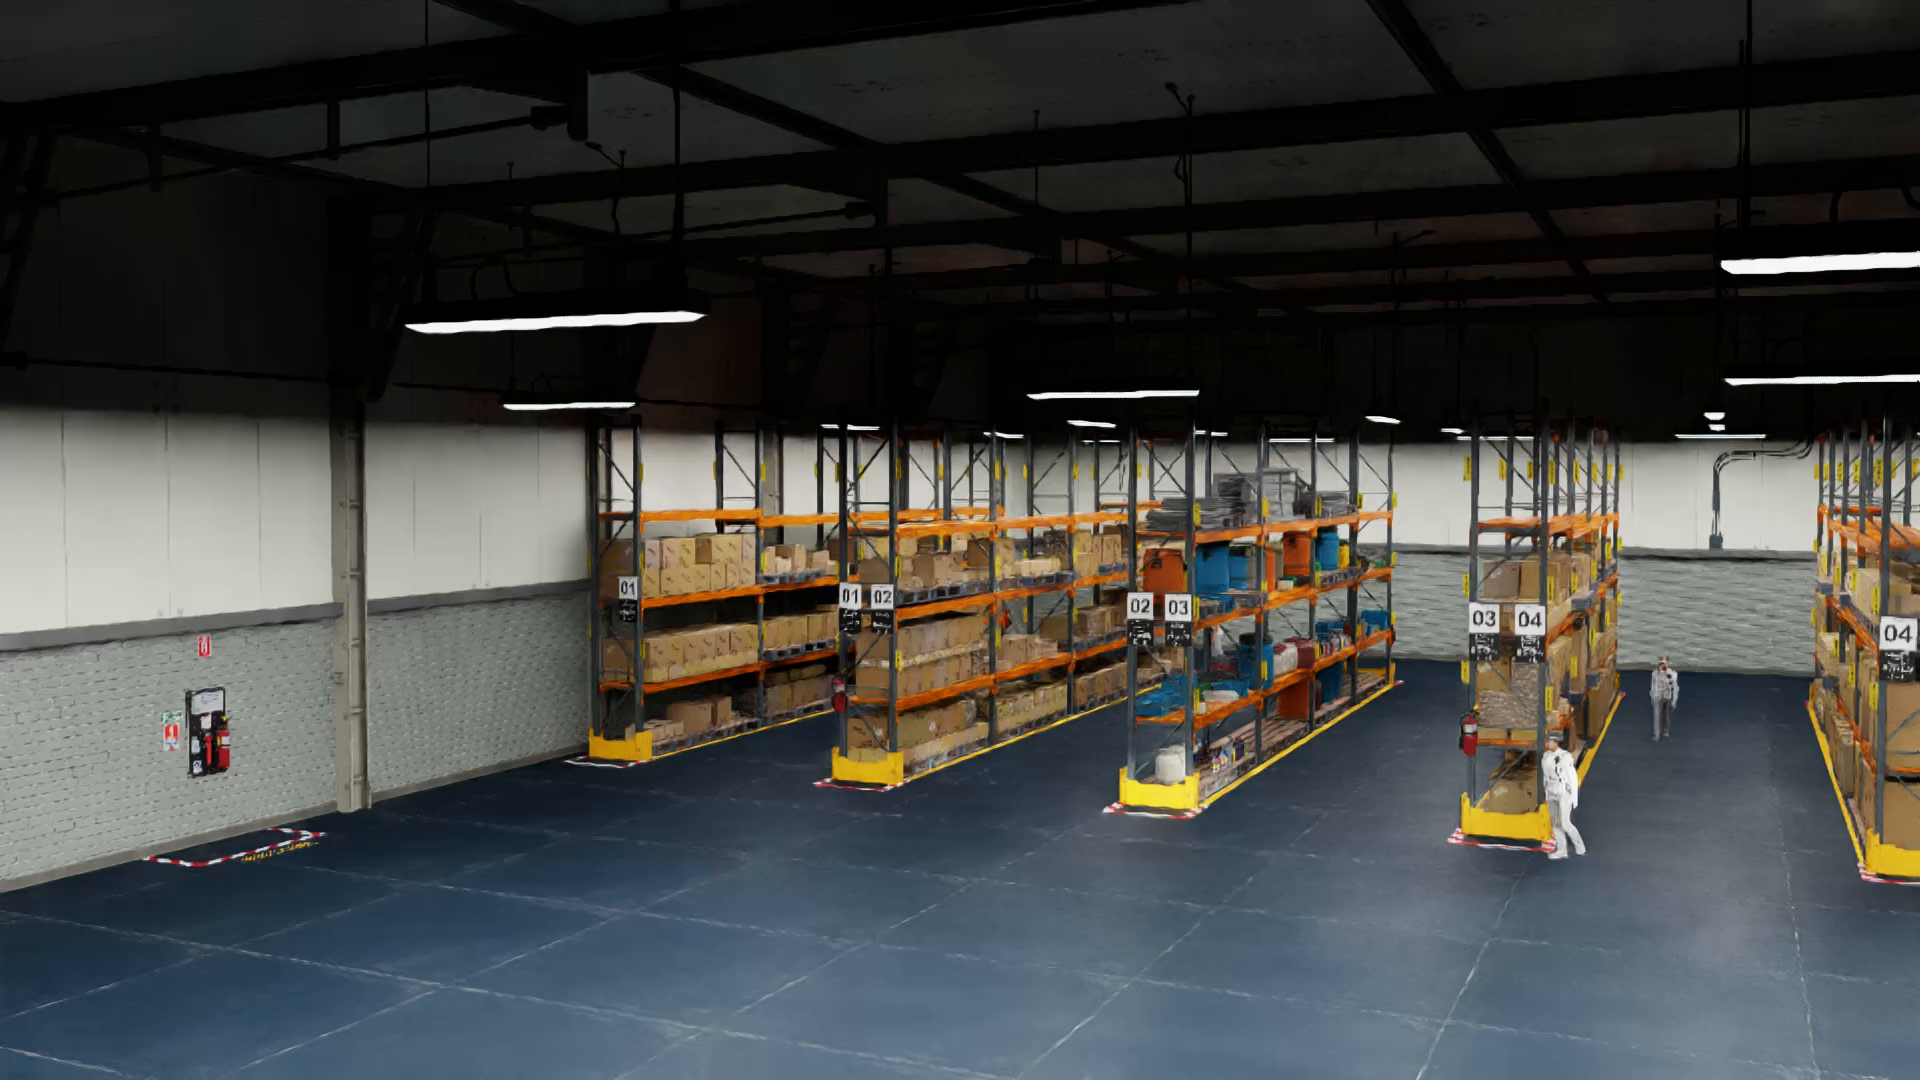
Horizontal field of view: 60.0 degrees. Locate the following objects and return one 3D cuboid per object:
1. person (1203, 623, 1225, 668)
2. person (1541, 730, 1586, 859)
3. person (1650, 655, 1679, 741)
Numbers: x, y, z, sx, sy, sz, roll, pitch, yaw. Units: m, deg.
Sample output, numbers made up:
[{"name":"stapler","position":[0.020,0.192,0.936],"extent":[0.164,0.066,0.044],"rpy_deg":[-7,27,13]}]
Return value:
[{"name":"person","position":[6.451,2.399,41.952],"extent":[0.633,1.740,0.714],"rpy_deg":[1,2,12]},{"name":"person","position":[7.811,3.284,21.542],"extent":[0.508,1.672,0.533],"rpy_deg":[-1,3,-27]},{"name":"person","position":[13.081,2.916,30.879],"extent":[0.488,1.590,1.079],"rpy_deg":[1,3,23]}]
